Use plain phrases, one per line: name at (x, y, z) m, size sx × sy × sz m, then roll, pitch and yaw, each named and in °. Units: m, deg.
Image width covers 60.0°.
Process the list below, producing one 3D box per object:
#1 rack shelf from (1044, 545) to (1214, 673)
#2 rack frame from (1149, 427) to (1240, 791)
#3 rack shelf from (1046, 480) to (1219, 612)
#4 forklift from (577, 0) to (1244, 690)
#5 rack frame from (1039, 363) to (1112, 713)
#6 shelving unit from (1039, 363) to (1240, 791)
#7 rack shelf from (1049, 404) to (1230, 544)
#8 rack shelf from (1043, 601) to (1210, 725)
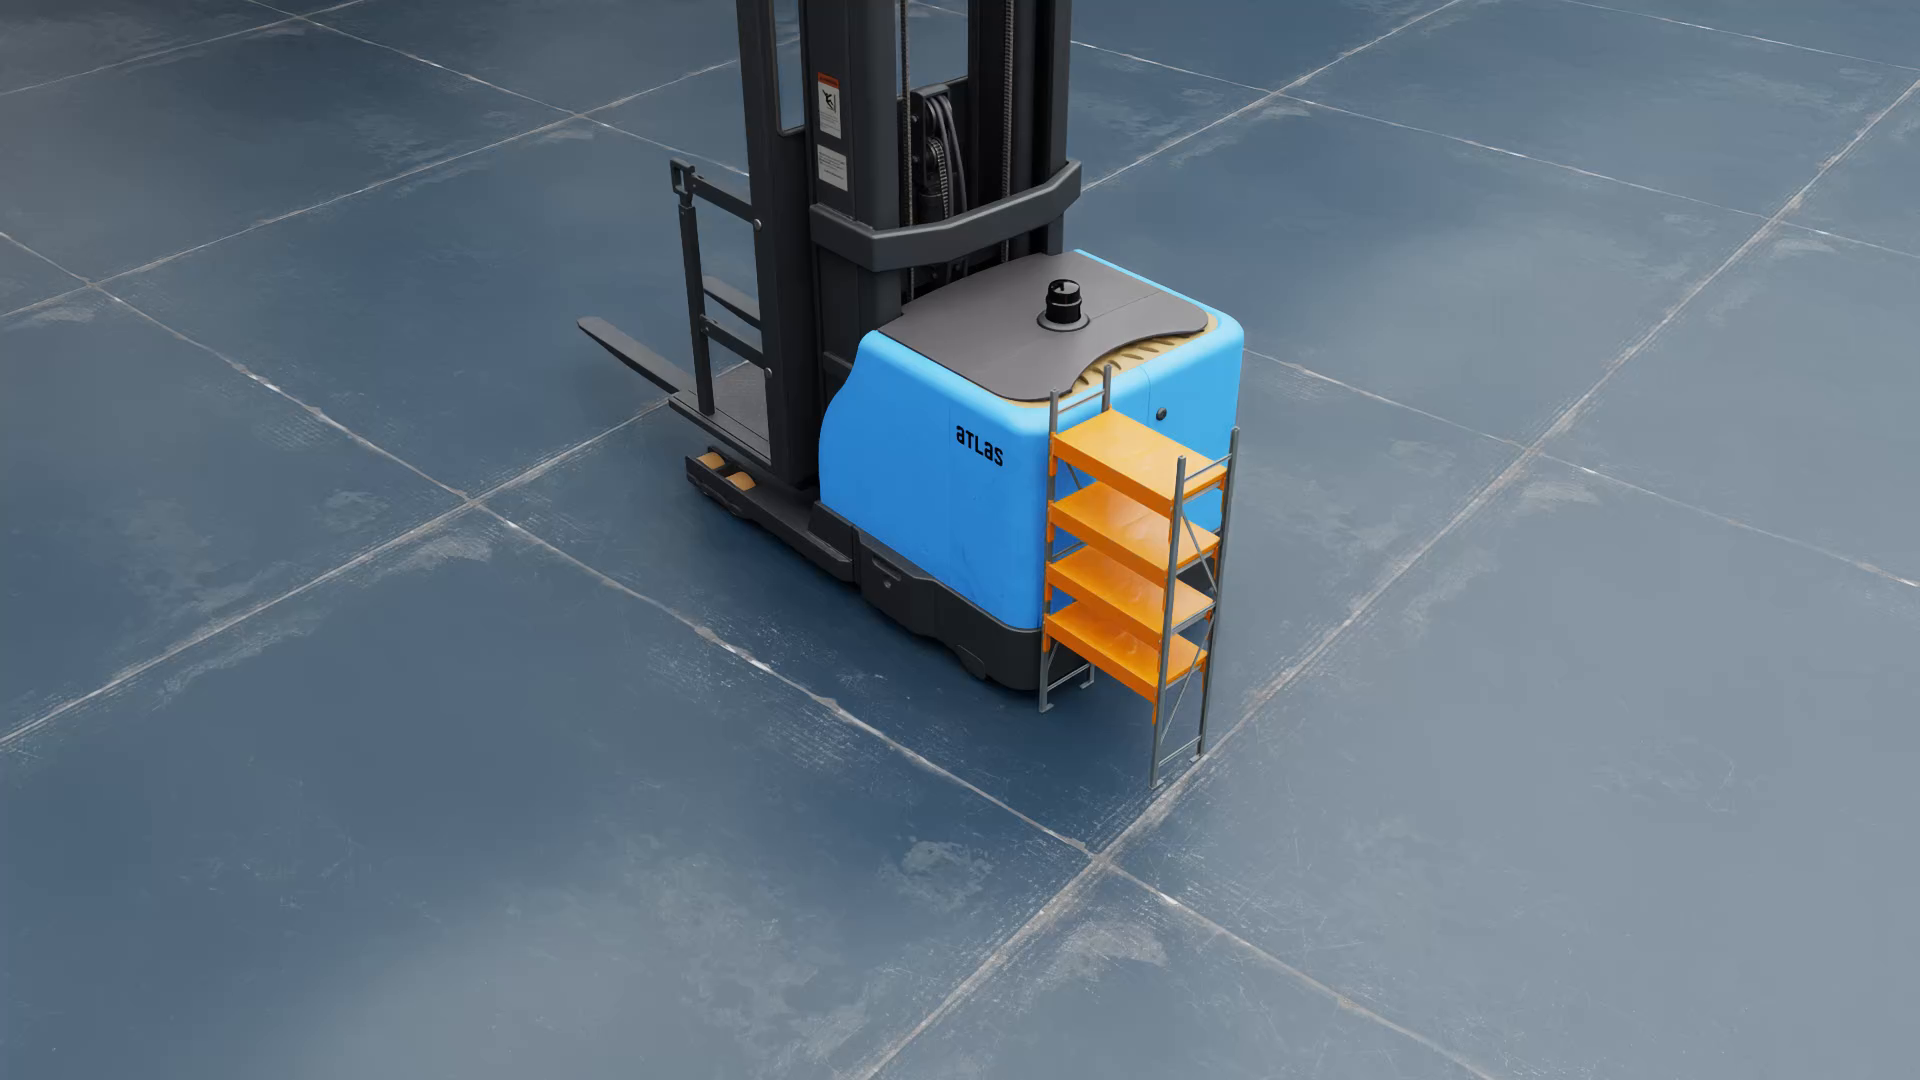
rack shelf at (0.514, 0.182, 5.044) m, size 0.258 × 0.148 × 0.480 m, roll -27°, pitch 43°, yaw -33°
rack frame at (0.677, 0.230, 4.856) m, size 0.240 × 1.200 × 0.015 m, roll -27°, pitch 43°, yaw -33°
rack shelf at (0.514, -0.002, 4.917) m, size 0.258 × 0.148 × 0.480 m, roll -27°, pitch 43°, yaw -33°
forklift at (-0.416, -1.471, 5.803) m, size 1.130 × 2.935 × 3.031 m, roll -27°, pitch 43°, yaw -33°
rack frame at (0.352, 0.024, 5.156) m, size 0.240 × 1.200 × 0.015 m, roll -27°, pitch 43°, yaw -33°
shelving unit at (0.514, 0.127, 5.006) m, size 0.258 × 1.200 × 0.503 m, roll -27°, pitch 43°, yaw -33°
rack shelf at (0.514, -0.197, 4.783) m, size 0.258 × 0.148 × 0.480 m, roll -27°, pitch 43°, yaw -33°
rack shelf at (0.514, 0.346, 5.156) m, size 0.258 × 0.148 × 0.480 m, roll -27°, pitch 43°, yaw -33°
